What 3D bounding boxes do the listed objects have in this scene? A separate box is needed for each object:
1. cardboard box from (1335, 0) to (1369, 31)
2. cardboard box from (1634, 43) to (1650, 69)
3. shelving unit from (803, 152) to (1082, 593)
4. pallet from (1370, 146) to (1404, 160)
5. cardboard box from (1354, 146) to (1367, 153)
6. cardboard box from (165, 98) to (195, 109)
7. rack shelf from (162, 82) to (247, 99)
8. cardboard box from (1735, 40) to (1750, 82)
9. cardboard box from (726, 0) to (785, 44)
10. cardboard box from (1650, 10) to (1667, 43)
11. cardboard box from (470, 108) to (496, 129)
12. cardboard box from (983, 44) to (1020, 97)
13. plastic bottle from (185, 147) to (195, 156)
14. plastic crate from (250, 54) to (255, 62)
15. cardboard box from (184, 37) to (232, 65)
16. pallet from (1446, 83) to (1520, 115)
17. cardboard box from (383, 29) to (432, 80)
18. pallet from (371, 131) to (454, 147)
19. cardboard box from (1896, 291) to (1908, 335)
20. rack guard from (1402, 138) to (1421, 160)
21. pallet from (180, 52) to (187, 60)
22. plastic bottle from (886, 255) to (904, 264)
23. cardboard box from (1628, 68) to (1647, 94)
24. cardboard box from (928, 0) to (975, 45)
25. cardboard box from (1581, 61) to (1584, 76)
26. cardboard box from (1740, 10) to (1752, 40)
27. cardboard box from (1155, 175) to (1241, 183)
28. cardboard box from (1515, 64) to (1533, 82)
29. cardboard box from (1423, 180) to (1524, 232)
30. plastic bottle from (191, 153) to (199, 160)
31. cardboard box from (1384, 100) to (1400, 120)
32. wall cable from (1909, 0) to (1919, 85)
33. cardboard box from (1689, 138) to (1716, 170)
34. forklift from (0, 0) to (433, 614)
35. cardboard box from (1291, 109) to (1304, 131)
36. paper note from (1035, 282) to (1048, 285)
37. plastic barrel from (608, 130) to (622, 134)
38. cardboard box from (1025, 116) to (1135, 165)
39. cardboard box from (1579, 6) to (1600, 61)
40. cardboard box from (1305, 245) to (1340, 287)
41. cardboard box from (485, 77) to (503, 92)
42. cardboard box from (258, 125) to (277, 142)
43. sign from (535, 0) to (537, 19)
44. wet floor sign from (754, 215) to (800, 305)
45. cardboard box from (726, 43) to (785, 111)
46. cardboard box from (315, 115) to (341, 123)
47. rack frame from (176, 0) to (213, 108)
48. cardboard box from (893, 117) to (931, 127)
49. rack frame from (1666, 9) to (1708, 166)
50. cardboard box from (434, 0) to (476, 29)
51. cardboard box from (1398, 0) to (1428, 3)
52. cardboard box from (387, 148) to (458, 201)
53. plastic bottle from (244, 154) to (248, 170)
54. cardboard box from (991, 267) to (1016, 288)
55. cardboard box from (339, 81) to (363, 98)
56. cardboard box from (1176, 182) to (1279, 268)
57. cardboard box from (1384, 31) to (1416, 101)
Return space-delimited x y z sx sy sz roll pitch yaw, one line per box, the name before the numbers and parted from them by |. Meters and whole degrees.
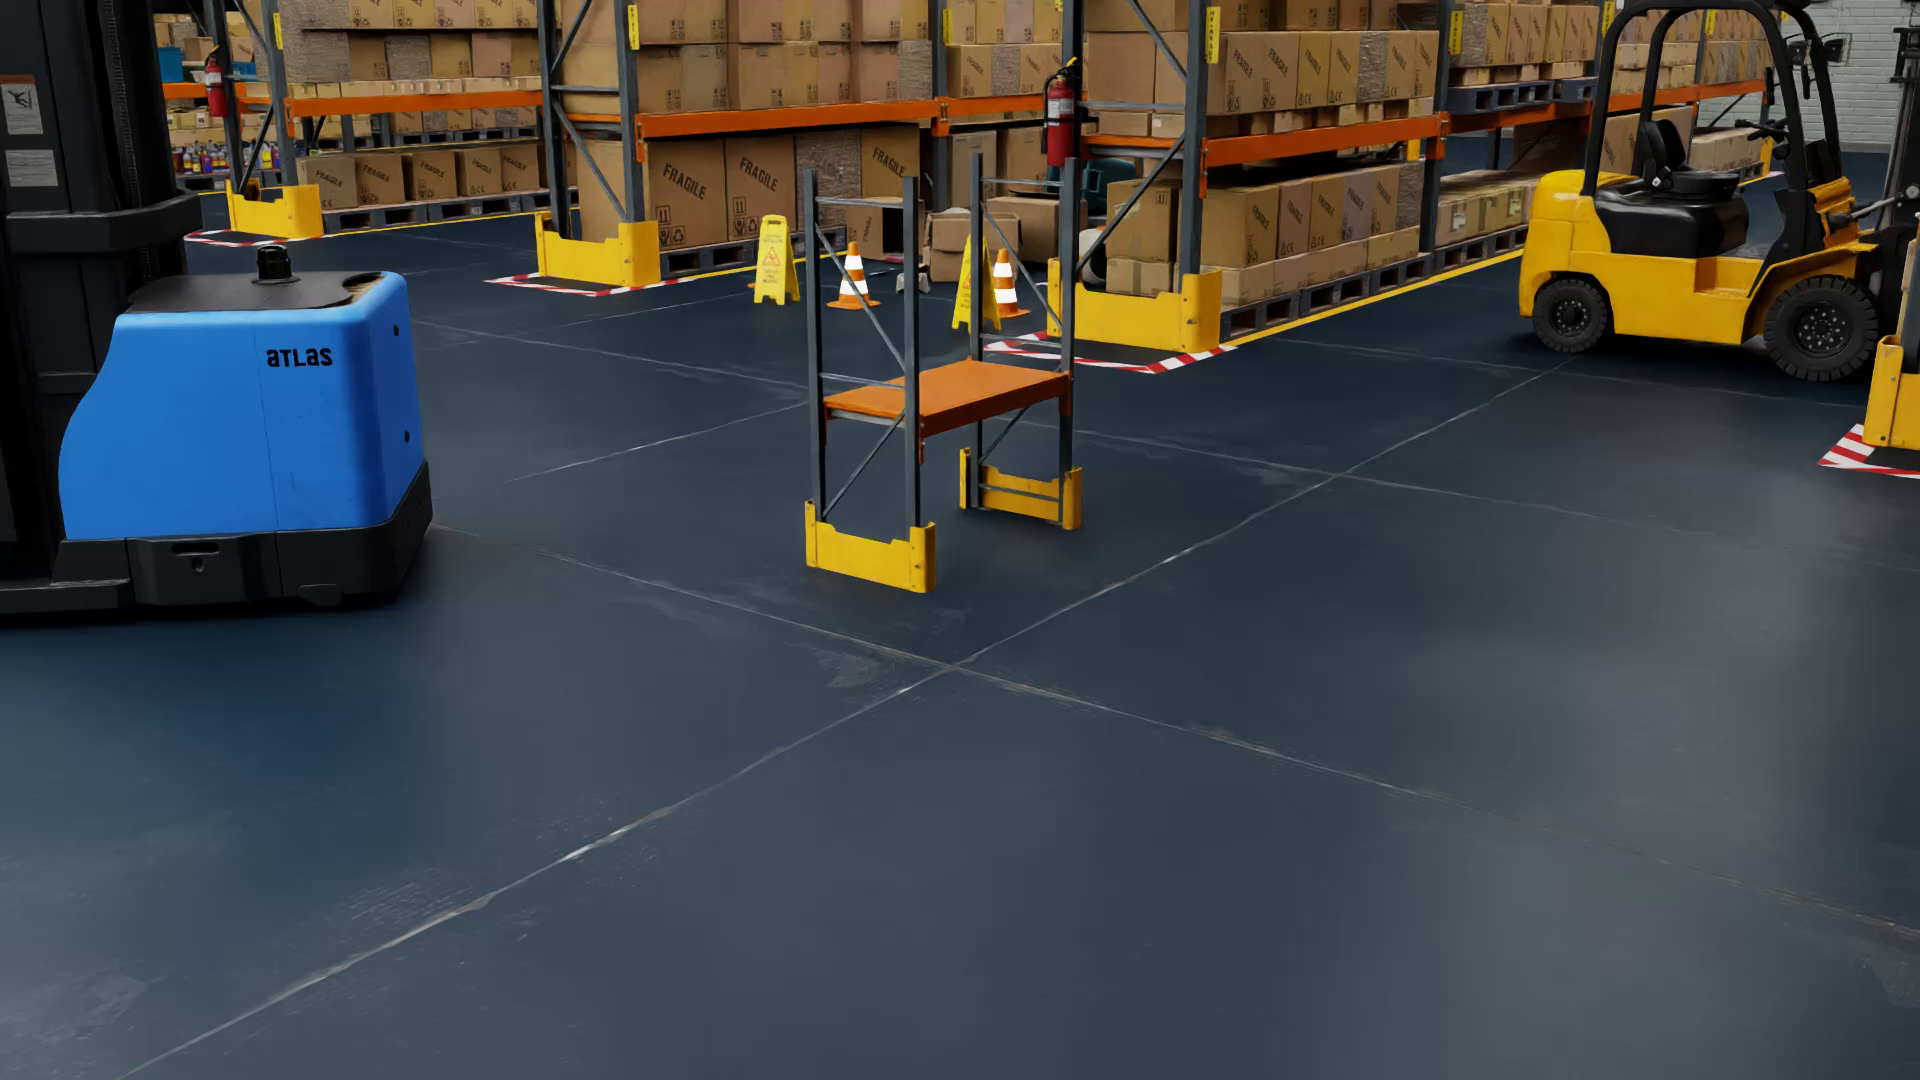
cardboard box | 2.712 -4.170 12.758 0.700 0.500 0.500 13 21 35
cardboard box | 6.969 -5.123 17.593 0.500 0.250 0.500 12 21 34
shelving unit | -0.045 -0.698 6.463 0.587 1.500 1.083 12 21 35
pallet | 6.026 -5.859 25.254 1.003 0.211 1.213 12 21 35
cardboard box | 5.722 -5.751 24.305 0.380 0.149 0.250 13 21 36
cardboard box | -14.427 -7.852 30.445 0.700 0.500 0.500 13 21 35
rack shelf | -9.658 -5.493 20.589 1.077 0.370 4.000 12 21 35
cardboard box | 9.638 -6.065 21.047 0.500 0.500 0.500 13 22 36
cardboard box | -2.001 -4.510 14.136 0.875 0.550 0.550 12 21 35
cardboard box | 7.255 -5.599 17.861 0.500 0.500 0.500 13 21 36
cardboard box | -8.641 -7.586 29.587 0.500 0.500 0.500 12 21 33
cardboard box | 0.264 -4.783 16.921 0.500 0.500 0.500 13 21 35
plastic bottle | -9.853 -4.873 21.229 0.152 0.276 0.135 12 21 33
plastic crate | -8.881 -6.181 21.696 0.767 0.338 0.504 12 21 35
cardboard box | -11.658 -7.543 25.806 0.500 0.500 0.500 14 22 39
pallet | 4.042 -3.752 14.090 1.003 0.211 1.213 12 21 35
cardboard box | -5.988 -5.053 17.287 0.875 0.500 0.500 12 21 35
pallet | -9.584 -6.982 28.870 1.003 0.211 1.213 12 21 35
cardboard box | 5.114 -1.155 8.491 0.500 0.250 0.500 12 21 34
rack guard | 6.539 -6.184 25.814 1.175 0.500 0.348 12 21 35
pallet | -14.379 -8.736 30.142 1.213 0.211 1.003 12 21 35
plastic bottle | -0.496 -2.454 14.543 0.283 0.061 0.133 5 18 16
cardboard box | 6.956 -4.889 17.684 0.500 0.250 0.500 13 22 36
cardboard box | -0.275 -5.182 16.519 0.700 0.500 0.500 12 21 34
cardboard box | 5.847 -4.601 16.216 0.380 0.149 0.250 13 22 37
cardboard box | 9.637 -6.547 20.914 0.500 0.500 0.500 12 21 34
cardboard box | 1.663 -2.342 11.890 0.500 0.500 0.500 13 22 37
cardboard box | 4.852 -4.149 14.761 0.380 0.149 0.250 13 22 37
cardboard box | 4.619 -3.096 15.377 0.950 0.372 0.625 13 22 36
plastic bottle | -9.742 -4.820 21.183 0.097 0.201 0.097 0 17 0
cardboard box | 3.162 -3.328 12.825 0.380 0.149 0.250 13 21 35
wall cable | 15.107 -8.129 26.151 0.588 1.984 0.122 12 21 35
cardboard box | 8.697 -4.700 20.432 0.875 0.438 0.875 12 21 34
forklift | -3.585 -1.230 5.763 3.031 2.935 1.130 -3 17 -9
cardboard box | 2.133 -2.890 11.416 0.380 0.149 0.250 13 22 36
paper note | 0.678 -2.063 13.356 0.142 0.019 0.148 -11 20 -32
plastic barrel | -5.541 -6.548 26.259 0.421 0.512 0.421 0 17 0
cardboard box | 1.382 -4.487 19.221 1.050 0.750 0.750 12 21 34
cardboard box | 5.805 -4.873 15.998 0.500 0.500 0.500 12 21 33
cardboard box | 2.414 -2.017 12.110 0.500 0.250 0.500 14 22 38
cardboard box | -5.166 -4.926 17.972 0.380 0.149 0.250 12 21 35
cardboard box | -11.087 -6.496 26.531 0.500 0.250 0.500 13 21 36
sign | -3.377 -4.350 13.342 0.100 0.325 0.005 12 21 35
wet floor sign | -1.376 -2.104 12.430 0.267 0.644 0.232 8 19 25
cardboard box | -2.020 -3.999 14.310 0.875 0.550 0.550 12 21 35
cardboard box | -10.478 -7.004 27.223 0.500 0.311 0.500 12 21 34
rack frame | -14.040 -9.017 30.721 1.000 3.000 0.127 12 21 35
cardboard box | -1.141 -5.948 23.715 1.225 0.875 0.875 12 21 35
rack frame | 8.236 -5.592 19.694 1.000 3.000 0.127 12 21 35
cardboard box | -5.432 -5.593 17.340 0.500 0.500 0.500 12 21 35
cardboard box | 3.964 -4.703 14.360 0.380 0.149 0.250 12 21 33
cardboard box | -5.770 -3.932 17.855 0.500 0.500 0.500 15 23 40
plastic bottle | -9.074 -4.789 21.084 0.097 0.201 0.097 0 17 0
cardboard box | 0.245 -2.042 13.067 0.250 0.149 0.380 -7 19 -22
cardboard box | -6.186 -4.504 16.614 0.380 0.149 0.250 12 21 35
cardboard box | 1.803 -2.129 11.205 0.500 0.500 0.500 12 21 33
cardboard box | 3.103 -3.603 12.618 0.500 0.500 0.500 13 22 37
